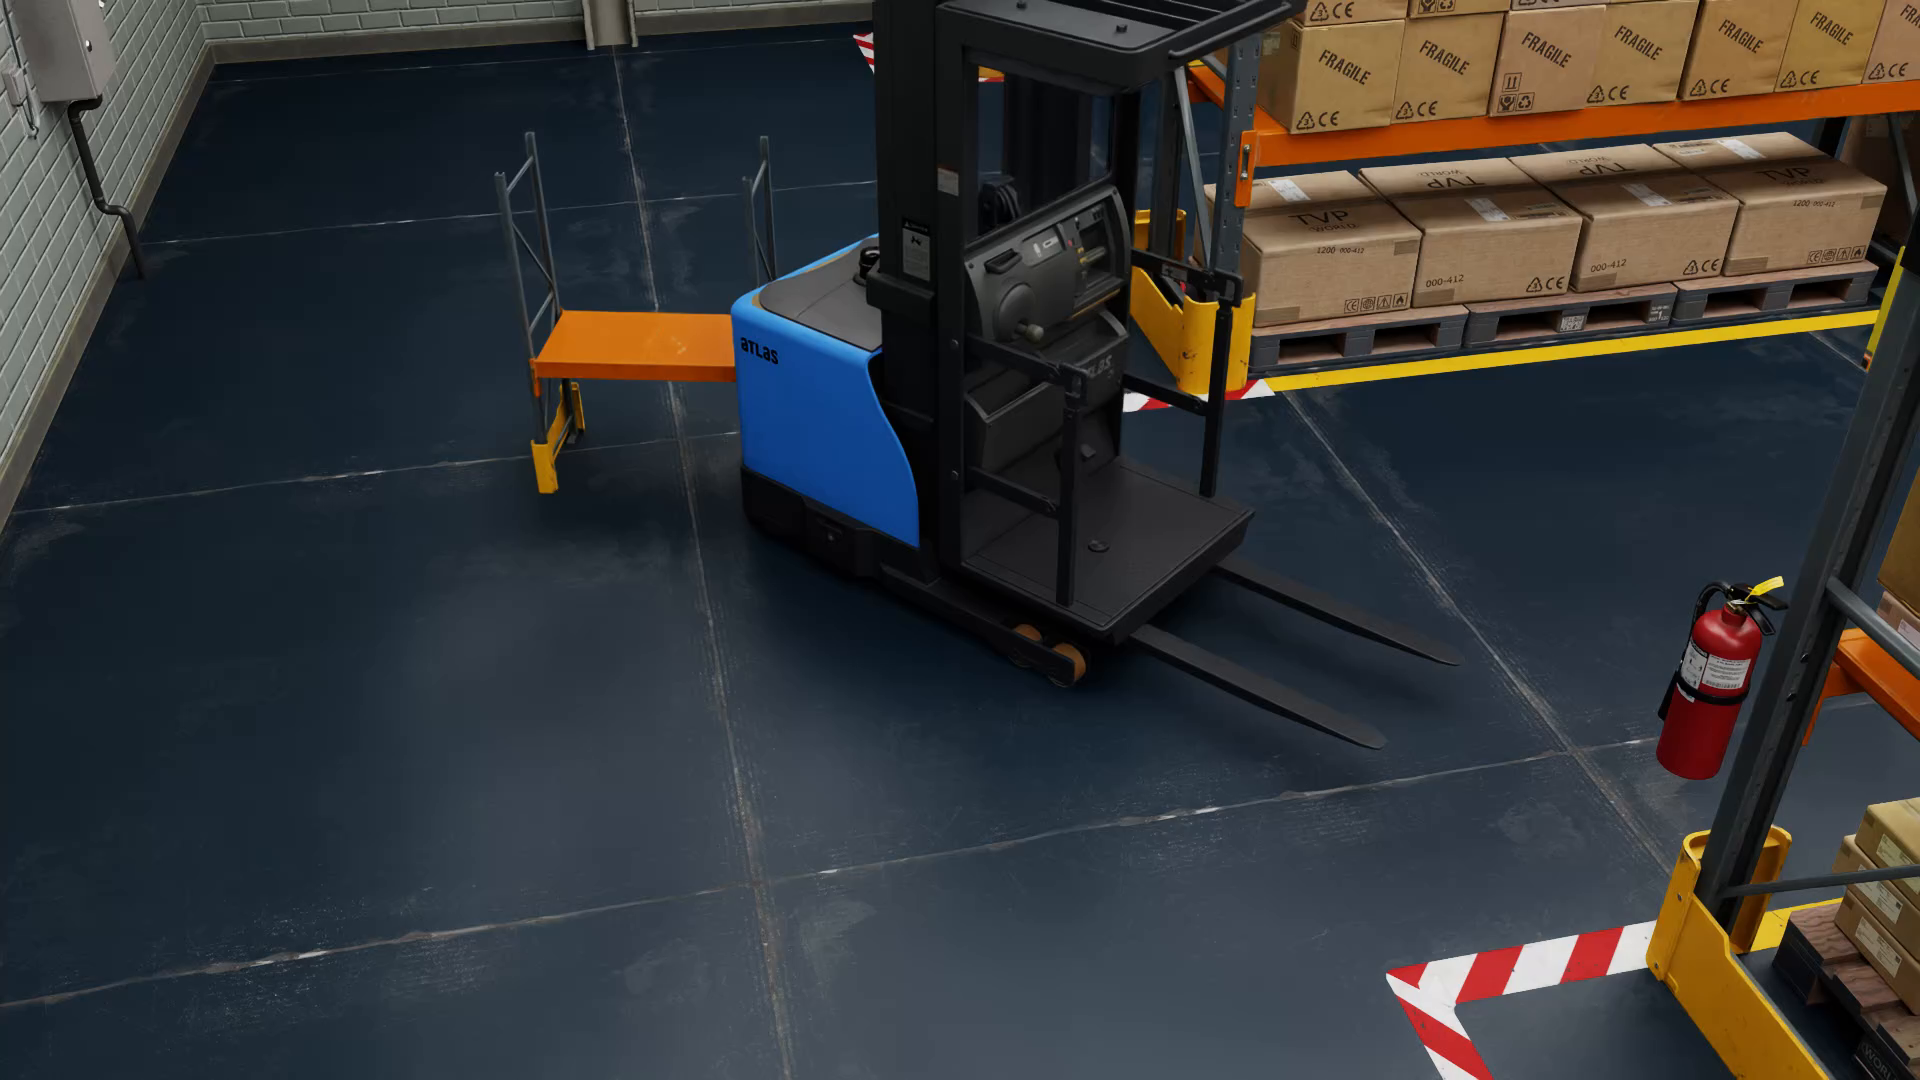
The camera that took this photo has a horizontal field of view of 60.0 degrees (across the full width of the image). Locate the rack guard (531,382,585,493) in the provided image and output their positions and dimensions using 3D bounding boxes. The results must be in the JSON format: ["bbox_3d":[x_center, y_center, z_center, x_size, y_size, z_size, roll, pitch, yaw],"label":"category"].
[{"bbox_3d":[-1.867,-0.483,7.743,0.087,0.250,0.587,2,34,2],"label":"rack guard"}]

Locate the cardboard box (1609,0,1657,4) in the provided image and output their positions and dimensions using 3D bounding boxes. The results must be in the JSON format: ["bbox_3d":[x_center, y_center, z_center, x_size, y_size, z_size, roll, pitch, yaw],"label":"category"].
[{"bbox_3d":[3.209,-2.865,7.840,0.500,0.500,0.500,-7,35,-10],"label":"cardboard box"}]

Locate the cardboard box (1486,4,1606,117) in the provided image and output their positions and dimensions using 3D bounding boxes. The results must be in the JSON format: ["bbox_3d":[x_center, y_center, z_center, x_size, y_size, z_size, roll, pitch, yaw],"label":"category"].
[{"bbox_3d":[2.708,-2.382,8.017,0.500,0.500,0.500,-7,35,-11],"label":"cardboard box"}]

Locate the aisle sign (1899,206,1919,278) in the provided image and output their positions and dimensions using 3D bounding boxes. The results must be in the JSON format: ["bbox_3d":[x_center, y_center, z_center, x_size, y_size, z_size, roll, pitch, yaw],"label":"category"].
[{"bbox_3d":[2.242,-0.863,3.511,0.004,0.787,0.394,-7,35,-11],"label":"aisle sign"}]

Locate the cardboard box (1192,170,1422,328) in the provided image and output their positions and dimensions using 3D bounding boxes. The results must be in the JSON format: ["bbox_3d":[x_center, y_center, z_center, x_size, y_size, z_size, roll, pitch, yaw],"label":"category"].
[{"bbox_3d":[1.810,-1.553,8.795,0.875,0.438,0.875,-8,35,-12],"label":"cardboard box"}]

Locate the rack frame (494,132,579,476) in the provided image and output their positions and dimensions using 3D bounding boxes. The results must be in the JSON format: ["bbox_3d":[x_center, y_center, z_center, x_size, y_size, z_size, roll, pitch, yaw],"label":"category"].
[{"bbox_3d":[-1.868,-1.001,7.394,0.032,1.500,0.500,2,34,2],"label":"rack frame"}]

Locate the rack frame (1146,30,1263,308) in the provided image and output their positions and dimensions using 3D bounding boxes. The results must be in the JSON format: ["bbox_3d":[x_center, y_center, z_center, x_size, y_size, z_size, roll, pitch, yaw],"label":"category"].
[{"bbox_3d":[1.189,-2.307,7.996,0.127,3.000,1.000,-7,35,-11],"label":"rack frame"}]

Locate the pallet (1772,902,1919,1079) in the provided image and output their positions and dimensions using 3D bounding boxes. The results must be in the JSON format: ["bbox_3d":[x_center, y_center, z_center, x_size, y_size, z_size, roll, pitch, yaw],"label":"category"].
[{"bbox_3d":[3.254,1.439,4.917,1.213,0.211,1.003,-7,35,-11],"label":"pallet"}]

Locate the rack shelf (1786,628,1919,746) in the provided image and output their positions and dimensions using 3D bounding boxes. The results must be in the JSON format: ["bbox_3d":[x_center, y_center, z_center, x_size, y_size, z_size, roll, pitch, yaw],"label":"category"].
[{"bbox_3d":[4.330,0.424,4.572,4.000,0.370,1.077,-7,35,-11],"label":"rack shelf"}]

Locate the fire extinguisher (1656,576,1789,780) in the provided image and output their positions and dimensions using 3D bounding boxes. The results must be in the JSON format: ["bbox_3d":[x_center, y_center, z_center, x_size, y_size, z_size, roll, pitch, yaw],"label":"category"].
[{"bbox_3d":[2.032,0.338,4.459,0.183,0.674,0.296,-7,35,-11],"label":"fire extinguisher"}]

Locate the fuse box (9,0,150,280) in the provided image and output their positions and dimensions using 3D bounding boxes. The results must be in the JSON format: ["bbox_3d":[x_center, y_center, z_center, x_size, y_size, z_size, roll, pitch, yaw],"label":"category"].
[{"bbox_3d":[-4.627,-2.226,9.031,0.414,1.711,0.539,-7,35,-11],"label":"fuse box"}]

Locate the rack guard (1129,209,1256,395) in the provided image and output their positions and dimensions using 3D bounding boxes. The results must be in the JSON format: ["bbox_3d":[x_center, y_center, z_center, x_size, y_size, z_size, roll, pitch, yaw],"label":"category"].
[{"bbox_3d":[1.165,-1.266,8.688,0.348,0.500,1.175,-7,35,-11],"label":"rack guard"}]

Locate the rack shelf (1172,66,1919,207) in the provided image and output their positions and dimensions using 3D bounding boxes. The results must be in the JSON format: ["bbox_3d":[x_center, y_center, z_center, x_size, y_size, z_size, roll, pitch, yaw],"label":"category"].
[{"bbox_3d":[3.139,-2.254,8.563,4.000,0.370,1.077,-7,35,-11],"label":"rack shelf"}]

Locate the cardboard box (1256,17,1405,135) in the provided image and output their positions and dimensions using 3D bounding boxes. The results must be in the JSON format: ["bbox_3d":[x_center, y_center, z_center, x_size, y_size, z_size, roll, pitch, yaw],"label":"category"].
[{"bbox_3d":[1.720,-2.252,7.824,0.500,0.500,0.500,-7,35,-11],"label":"cardboard box"}]

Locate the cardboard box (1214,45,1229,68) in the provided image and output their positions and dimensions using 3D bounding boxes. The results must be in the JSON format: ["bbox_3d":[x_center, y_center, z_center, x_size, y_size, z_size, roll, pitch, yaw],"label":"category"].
[{"bbox_3d":[1.601,-2.552,8.271,0.500,0.500,0.500,-7,34,-10],"label":"cardboard box"}]

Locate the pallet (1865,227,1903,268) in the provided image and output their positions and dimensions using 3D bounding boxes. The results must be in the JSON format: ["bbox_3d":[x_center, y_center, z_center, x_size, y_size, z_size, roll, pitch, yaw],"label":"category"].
[{"bbox_3d":[5.826,-1.777,9.708,1.213,0.211,1.003,-7,35,-11],"label":"pallet"}]

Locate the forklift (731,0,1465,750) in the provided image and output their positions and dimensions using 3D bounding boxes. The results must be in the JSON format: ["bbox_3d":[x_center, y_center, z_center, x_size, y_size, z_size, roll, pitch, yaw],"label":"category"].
[{"bbox_3d":[0.503,-0.986,6.088,3.031,2.935,1.130,25,41,32],"label":"forklift"}]

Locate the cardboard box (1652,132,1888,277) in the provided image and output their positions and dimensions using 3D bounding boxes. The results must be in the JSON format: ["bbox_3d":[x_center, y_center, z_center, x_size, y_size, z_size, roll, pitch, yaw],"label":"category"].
[{"bbox_3d":[4.454,-1.890,9.298,0.875,0.438,0.875,-8,35,-11],"label":"cardboard box"}]

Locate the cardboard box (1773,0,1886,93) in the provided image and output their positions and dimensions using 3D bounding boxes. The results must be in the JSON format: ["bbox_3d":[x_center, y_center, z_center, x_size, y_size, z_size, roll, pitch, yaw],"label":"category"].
[{"bbox_3d":[4.194,-2.578,8.310,0.500,0.500,0.500,-8,35,-12],"label":"cardboard box"}]

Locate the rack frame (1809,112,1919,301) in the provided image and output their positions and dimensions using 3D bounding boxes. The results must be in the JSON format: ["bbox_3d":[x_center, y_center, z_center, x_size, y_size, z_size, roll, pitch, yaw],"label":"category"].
[{"bbox_3d":[5.090,-2.799,8.729,0.127,3.000,1.000,-7,35,-11],"label":"rack frame"}]

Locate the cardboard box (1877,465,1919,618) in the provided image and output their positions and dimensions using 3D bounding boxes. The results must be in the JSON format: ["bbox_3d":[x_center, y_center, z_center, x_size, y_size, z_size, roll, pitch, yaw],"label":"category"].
[{"bbox_3d":[2.761,0.011,4.185,0.500,0.500,0.500,-6,34,-10],"label":"cardboard box"}]

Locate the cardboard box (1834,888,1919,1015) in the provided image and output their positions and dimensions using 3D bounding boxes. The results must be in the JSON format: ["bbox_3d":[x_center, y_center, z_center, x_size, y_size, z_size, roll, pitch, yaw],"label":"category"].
[{"bbox_3d":[2.847,1.202,4.948,0.250,0.149,0.380,-7,34,-10],"label":"cardboard box"}]

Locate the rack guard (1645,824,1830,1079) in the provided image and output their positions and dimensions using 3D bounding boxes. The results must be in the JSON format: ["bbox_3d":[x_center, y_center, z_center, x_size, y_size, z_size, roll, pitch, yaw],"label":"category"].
[{"bbox_3d":[2.453,1.399,4.716,0.348,0.500,1.175,-7,35,-11],"label":"rack guard"}]

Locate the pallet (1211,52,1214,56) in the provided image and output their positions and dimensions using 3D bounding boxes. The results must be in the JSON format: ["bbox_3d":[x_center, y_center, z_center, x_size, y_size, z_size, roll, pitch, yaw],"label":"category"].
[{"bbox_3d":[2.129,-4.102,13.174,1.213,0.211,1.003,-7,35,-11],"label":"pallet"}]

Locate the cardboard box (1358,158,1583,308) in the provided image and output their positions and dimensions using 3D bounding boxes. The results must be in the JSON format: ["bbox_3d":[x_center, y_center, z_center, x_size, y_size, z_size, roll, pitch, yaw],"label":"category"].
[{"bbox_3d":[2.701,-1.670,8.969,0.875,0.438,0.875,-6,34,-9],"label":"cardboard box"}]

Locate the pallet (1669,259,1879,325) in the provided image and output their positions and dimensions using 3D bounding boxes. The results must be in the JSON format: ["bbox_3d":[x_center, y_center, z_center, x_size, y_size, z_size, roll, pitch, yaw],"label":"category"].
[{"bbox_3d":[4.331,-1.590,9.430,1.213,0.211,1.003,-7,35,-11],"label":"pallet"}]

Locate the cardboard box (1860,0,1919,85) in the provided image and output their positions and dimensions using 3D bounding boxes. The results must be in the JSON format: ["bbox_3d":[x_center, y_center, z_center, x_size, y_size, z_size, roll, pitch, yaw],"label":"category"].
[{"bbox_3d":[4.694,-2.644,8.409,0.500,0.500,0.500,-7,34,-10],"label":"cardboard box"}]

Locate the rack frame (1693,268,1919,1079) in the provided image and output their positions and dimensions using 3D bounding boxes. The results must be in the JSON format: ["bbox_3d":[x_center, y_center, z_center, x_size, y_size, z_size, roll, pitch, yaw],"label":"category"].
[{"bbox_3d":[2.379,0.371,4.005,0.127,3.000,1.000,-7,35,-11],"label":"rack frame"}]

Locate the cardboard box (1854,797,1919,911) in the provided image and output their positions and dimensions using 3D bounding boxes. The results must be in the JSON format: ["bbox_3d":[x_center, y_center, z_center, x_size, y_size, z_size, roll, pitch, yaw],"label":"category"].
[{"bbox_3d":[2.840,0.930,4.819,0.250,0.149,0.380,-7,34,-10],"label":"cardboard box"}]

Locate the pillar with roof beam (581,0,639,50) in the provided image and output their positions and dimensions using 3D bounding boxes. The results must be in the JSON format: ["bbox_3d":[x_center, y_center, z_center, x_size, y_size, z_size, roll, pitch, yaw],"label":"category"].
[{"bbox_3d":[-1.789,-5.314,7.093,0.400,9.000,9.100,-7,35,-11],"label":"pillar with roof beam"}]

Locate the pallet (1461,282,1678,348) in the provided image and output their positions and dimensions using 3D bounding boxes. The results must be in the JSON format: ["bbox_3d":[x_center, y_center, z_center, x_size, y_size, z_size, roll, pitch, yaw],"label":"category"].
[{"bbox_3d":[3.139,-1.438,9.203,1.213,0.211,1.003,-7,35,-11],"label":"pallet"}]

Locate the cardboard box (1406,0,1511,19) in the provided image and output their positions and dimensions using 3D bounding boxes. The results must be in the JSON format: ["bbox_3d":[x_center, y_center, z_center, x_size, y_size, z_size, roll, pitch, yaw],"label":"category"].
[{"bbox_3d":[2.222,-2.735,7.647,0.500,0.500,0.500,-8,35,-12],"label":"cardboard box"}]

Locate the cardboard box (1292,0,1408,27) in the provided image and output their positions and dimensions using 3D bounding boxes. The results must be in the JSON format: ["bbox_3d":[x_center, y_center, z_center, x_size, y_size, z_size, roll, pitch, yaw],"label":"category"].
[{"bbox_3d":[1.720,-2.668,7.547,0.500,0.500,0.500,-8,35,-12],"label":"cardboard box"}]

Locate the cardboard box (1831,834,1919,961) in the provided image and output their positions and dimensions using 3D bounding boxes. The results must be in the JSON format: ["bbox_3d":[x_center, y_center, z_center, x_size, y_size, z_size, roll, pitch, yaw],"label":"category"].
[{"bbox_3d":[2.831,1.037,4.928,0.250,0.149,0.380,-8,35,-12],"label":"cardboard box"}]

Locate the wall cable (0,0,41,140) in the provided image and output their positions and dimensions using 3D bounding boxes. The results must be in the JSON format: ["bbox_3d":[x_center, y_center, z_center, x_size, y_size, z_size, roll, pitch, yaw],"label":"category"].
[{"bbox_3d":[-4.630,-2.792,7.808,0.122,1.984,0.588,-7,35,-11],"label":"wall cable"}]

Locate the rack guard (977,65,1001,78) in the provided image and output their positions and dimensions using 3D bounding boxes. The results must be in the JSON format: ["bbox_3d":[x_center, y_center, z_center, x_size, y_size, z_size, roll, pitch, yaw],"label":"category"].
[{"bbox_3d":[0.164,-3.976,12.726,0.348,0.500,1.175,-7,35,-11],"label":"rack guard"}]

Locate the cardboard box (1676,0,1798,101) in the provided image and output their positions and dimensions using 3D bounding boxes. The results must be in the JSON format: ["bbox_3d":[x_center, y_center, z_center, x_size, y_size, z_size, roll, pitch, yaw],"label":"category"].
[{"bbox_3d":[3.706,-2.508,8.206,0.500,0.500,0.500,-8,35,-11],"label":"cardboard box"}]

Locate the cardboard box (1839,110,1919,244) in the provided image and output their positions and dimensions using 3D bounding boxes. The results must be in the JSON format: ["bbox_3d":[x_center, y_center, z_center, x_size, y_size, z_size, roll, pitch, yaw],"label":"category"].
[{"bbox_3d":[5.677,-2.211,9.382,0.875,0.875,0.875,-6,34,-9],"label":"cardboard box"}]

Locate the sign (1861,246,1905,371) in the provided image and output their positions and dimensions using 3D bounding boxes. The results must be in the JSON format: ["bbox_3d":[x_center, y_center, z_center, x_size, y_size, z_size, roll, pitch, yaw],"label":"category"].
[{"bbox_3d":[2.276,-0.545,4.048,0.005,0.325,0.100,-7,35,-11],"label":"sign"}]

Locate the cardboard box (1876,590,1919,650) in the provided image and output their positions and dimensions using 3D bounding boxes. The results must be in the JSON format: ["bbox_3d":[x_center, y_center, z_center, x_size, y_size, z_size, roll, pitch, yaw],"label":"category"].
[{"bbox_3d":[2.635,0.281,4.364,0.250,0.149,0.380,-7,35,-10],"label":"cardboard box"}]

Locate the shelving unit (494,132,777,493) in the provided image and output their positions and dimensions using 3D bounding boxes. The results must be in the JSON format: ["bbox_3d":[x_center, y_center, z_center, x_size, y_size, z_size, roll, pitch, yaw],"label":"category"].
[{"bbox_3d":[-1.370,-0.986,7.373,1.083,1.500,0.587,2,34,2],"label":"shelving unit"}]

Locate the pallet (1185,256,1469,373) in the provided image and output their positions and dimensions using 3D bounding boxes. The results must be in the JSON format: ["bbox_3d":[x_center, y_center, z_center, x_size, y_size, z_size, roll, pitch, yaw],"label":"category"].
[{"bbox_3d":[1.951,-1.290,8.983,1.213,0.211,1.003,-7,35,-11],"label":"pallet"}]

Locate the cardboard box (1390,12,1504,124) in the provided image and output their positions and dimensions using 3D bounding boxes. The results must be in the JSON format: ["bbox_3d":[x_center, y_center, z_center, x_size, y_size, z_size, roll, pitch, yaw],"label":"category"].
[{"bbox_3d":[2.207,-2.329,7.939,0.500,0.500,0.500,-8,35,-11],"label":"cardboard box"}]

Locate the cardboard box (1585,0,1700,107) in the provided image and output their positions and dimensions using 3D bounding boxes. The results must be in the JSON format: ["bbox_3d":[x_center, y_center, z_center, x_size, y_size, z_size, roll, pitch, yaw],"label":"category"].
[{"bbox_3d":[3.192,-2.452,8.123,0.500,0.500,0.500,-6,34,-9],"label":"cardboard box"}]

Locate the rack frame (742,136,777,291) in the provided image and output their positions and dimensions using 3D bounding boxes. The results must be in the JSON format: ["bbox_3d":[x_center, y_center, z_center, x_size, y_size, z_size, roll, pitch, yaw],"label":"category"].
[{"bbox_3d":[-0.853,-0.971,7.350,0.032,1.500,0.500,2,34,2],"label":"rack frame"}]

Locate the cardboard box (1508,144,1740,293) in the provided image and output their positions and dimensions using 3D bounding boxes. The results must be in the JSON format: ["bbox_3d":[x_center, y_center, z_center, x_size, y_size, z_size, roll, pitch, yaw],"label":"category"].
[{"bbox_3d":[3.581,-1.780,9.133,0.875,0.438,0.875,-8,35,-12],"label":"cardboard box"}]

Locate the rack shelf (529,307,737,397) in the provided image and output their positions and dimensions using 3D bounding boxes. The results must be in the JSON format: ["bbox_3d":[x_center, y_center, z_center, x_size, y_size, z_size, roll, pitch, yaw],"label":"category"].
[{"bbox_3d":[-1.361,-0.837,7.473,1.000,0.185,0.538,2,34,2],"label":"rack shelf"}]

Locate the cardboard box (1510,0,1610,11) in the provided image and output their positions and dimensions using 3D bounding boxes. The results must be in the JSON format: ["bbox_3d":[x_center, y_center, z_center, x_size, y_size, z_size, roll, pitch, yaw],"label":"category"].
[{"bbox_3d":[2.722,-2.803,7.748,0.500,0.500,0.500,-7,35,-11],"label":"cardboard box"}]
